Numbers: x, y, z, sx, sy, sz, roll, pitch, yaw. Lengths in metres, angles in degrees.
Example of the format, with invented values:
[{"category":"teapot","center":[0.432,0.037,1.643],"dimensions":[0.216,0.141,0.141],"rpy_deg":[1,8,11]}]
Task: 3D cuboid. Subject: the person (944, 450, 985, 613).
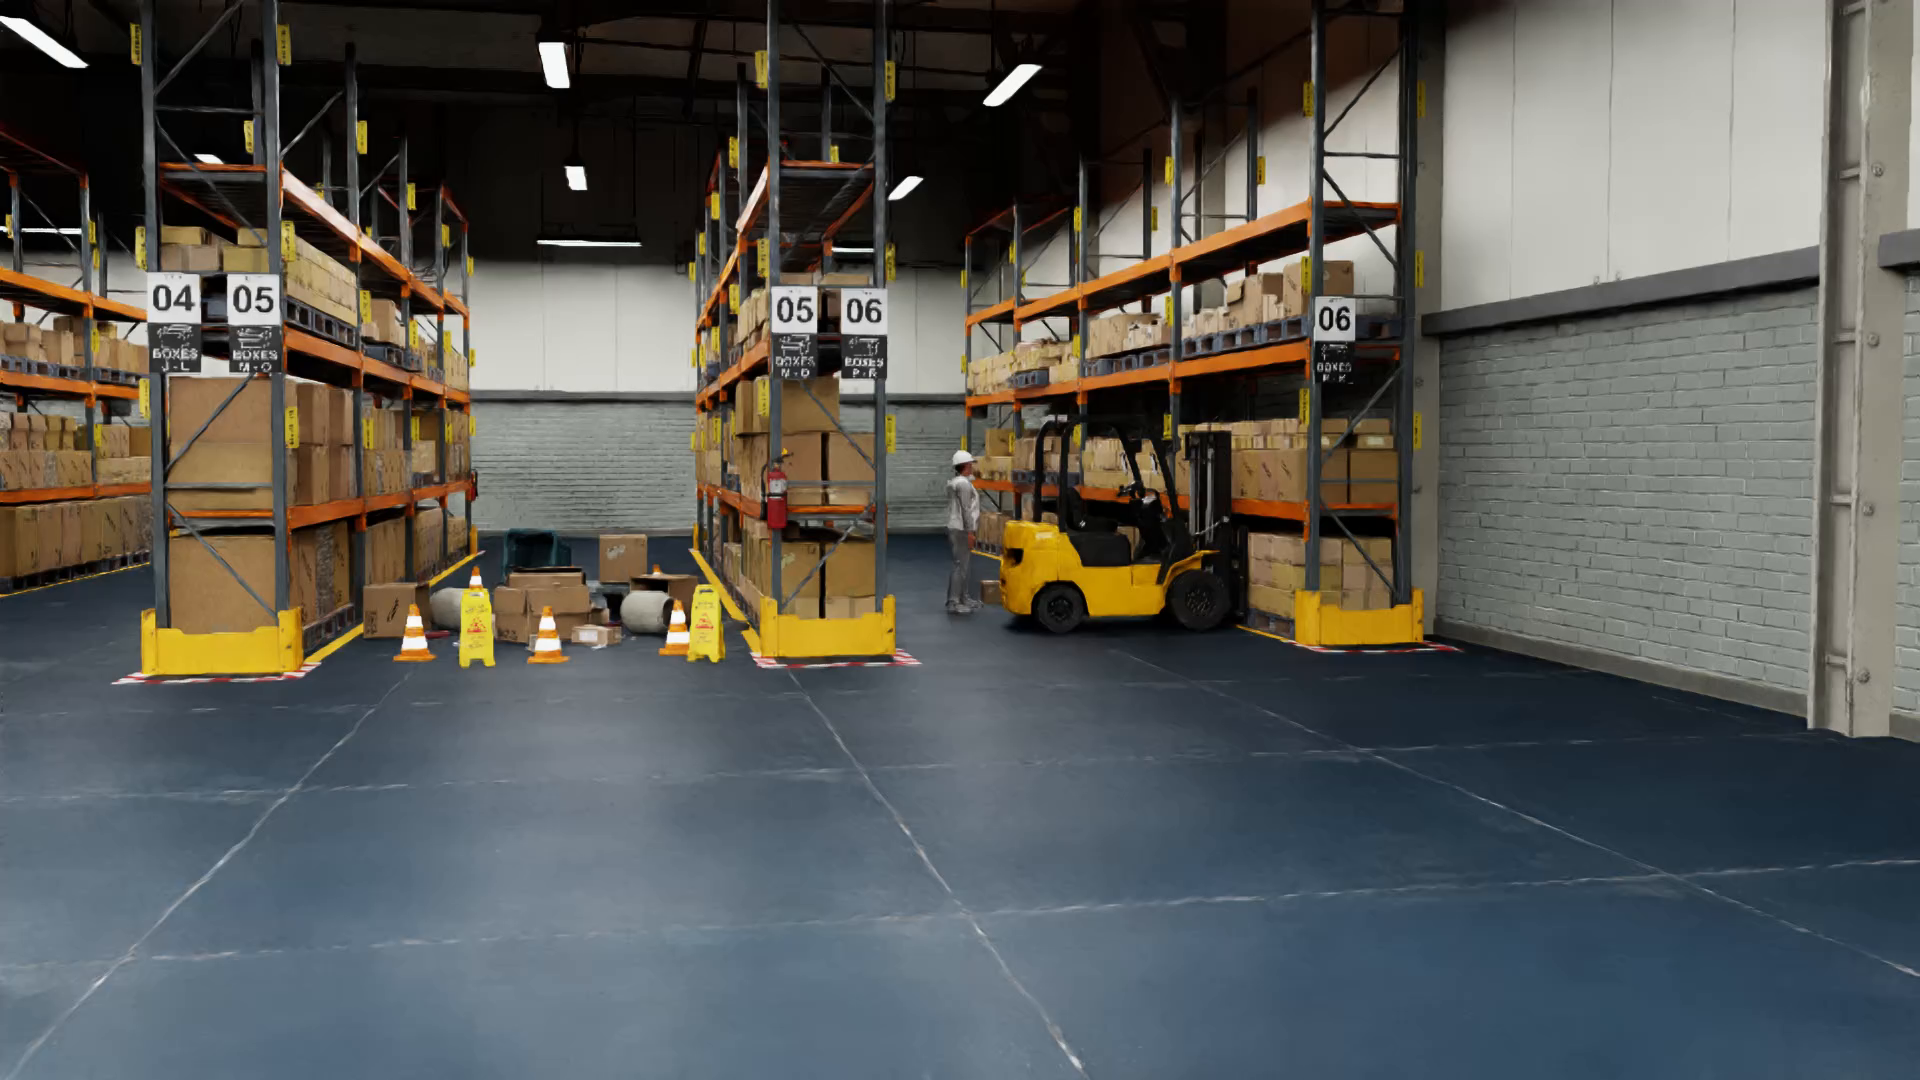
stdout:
[{"category":"person","center":[0.067,-0.102,18.330],"dimensions":[0.501,1.772,0.608],"rpy_deg":[-1,3,-12]}]
